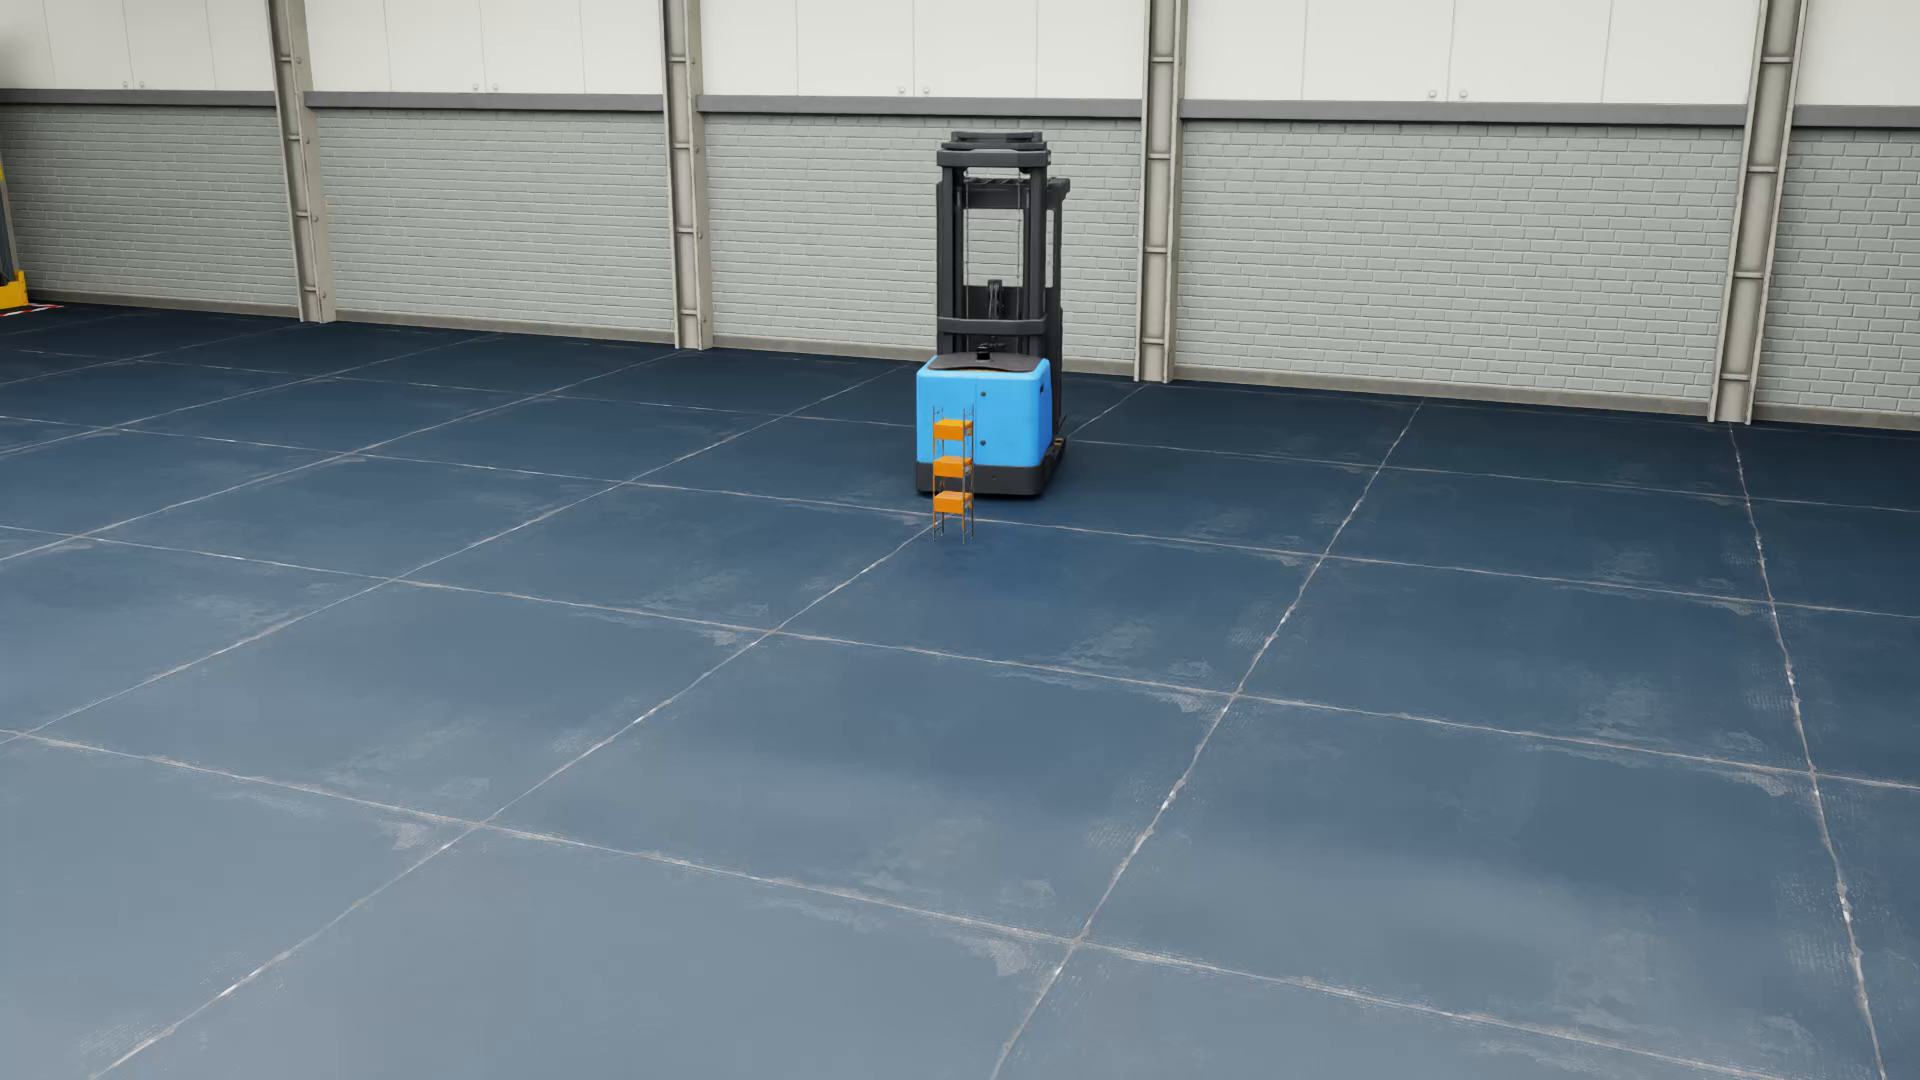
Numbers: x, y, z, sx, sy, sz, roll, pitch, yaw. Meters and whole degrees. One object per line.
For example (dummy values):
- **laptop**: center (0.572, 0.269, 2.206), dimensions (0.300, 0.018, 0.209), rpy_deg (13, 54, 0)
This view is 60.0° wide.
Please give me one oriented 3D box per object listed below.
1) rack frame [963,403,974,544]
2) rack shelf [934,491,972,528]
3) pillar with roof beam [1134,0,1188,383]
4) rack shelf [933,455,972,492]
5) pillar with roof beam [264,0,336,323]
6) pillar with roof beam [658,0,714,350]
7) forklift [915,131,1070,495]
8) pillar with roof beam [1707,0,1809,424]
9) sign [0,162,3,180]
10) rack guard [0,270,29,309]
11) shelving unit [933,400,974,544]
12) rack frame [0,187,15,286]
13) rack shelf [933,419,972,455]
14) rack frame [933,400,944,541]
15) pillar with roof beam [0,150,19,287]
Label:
- **rack frame**: center (0.064, -0.497, 12.503), dimensions (0.008, 1.050, 0.200), rpy_deg (6, 17, 21)
- **rack shelf**: center (-0.050, -0.233, 12.627), dimensions (0.240, 0.259, 0.215), rpy_deg (6, 17, 21)
- **pillar with roof beam**: center (0.636, -5.036, 13.879), dimensions (0.400, 9.000, 9.100), rpy_deg (6, 17, 21)
- **rack shelf**: center (-0.050, -0.499, 12.549), dimensions (0.240, 0.259, 0.215), rpy_deg (6, 17, 21)
- **pillar with roof beam**: center (-10.527, -6.263, 18.107), dimensions (0.400, 9.000, 9.100), rpy_deg (6, 17, 21)
- **pillar with roof beam**: center (-4.946, -5.649, 15.993), dimensions (0.400, 9.000, 9.100), rpy_deg (6, 17, 21)
- **forklift**: center (0.378, -2.143, 14.797), dimensions (1.130, 2.935, 3.031), rpy_deg (3, 16, 9)
- **pillar with roof beam**: center (6.217, -4.422, 11.765), dimensions (0.400, 9.000, 9.100), rpy_deg (6, 17, 21)
- **sign**: center (-14.003, -5.405, 24.215), dimensions (0.005, 0.325, 0.100), rpy_deg (6, 17, 21)
- **rack guard**: center (-14.190, -3.605, 24.193), dimensions (0.348, 0.500, 1.175), rpy_deg (6, 17, 21)
- **shelving unit**: center (-0.050, -0.510, 12.546), dimensions (0.252, 1.050, 0.215), rpy_deg (6, 17, 21)
- **rack frame**: center (-14.212, -4.807, 23.853), dimensions (0.127, 3.000, 1.000), rpy_deg (6, 17, 21)
- **rack shelf**: center (-0.050, -0.772, 12.470), dimensions (0.240, 0.259, 0.215), rpy_deg (6, 17, 21)
- **rack frame**: center (-0.163, -0.522, 12.589), dimensions (0.008, 1.050, 0.200), rpy_deg (6, 17, 21)
- **pillar with roof beam**: center (-16.109, -6.877, 20.221), dimensions (0.400, 9.000, 9.100), rpy_deg (6, 17, 21)
